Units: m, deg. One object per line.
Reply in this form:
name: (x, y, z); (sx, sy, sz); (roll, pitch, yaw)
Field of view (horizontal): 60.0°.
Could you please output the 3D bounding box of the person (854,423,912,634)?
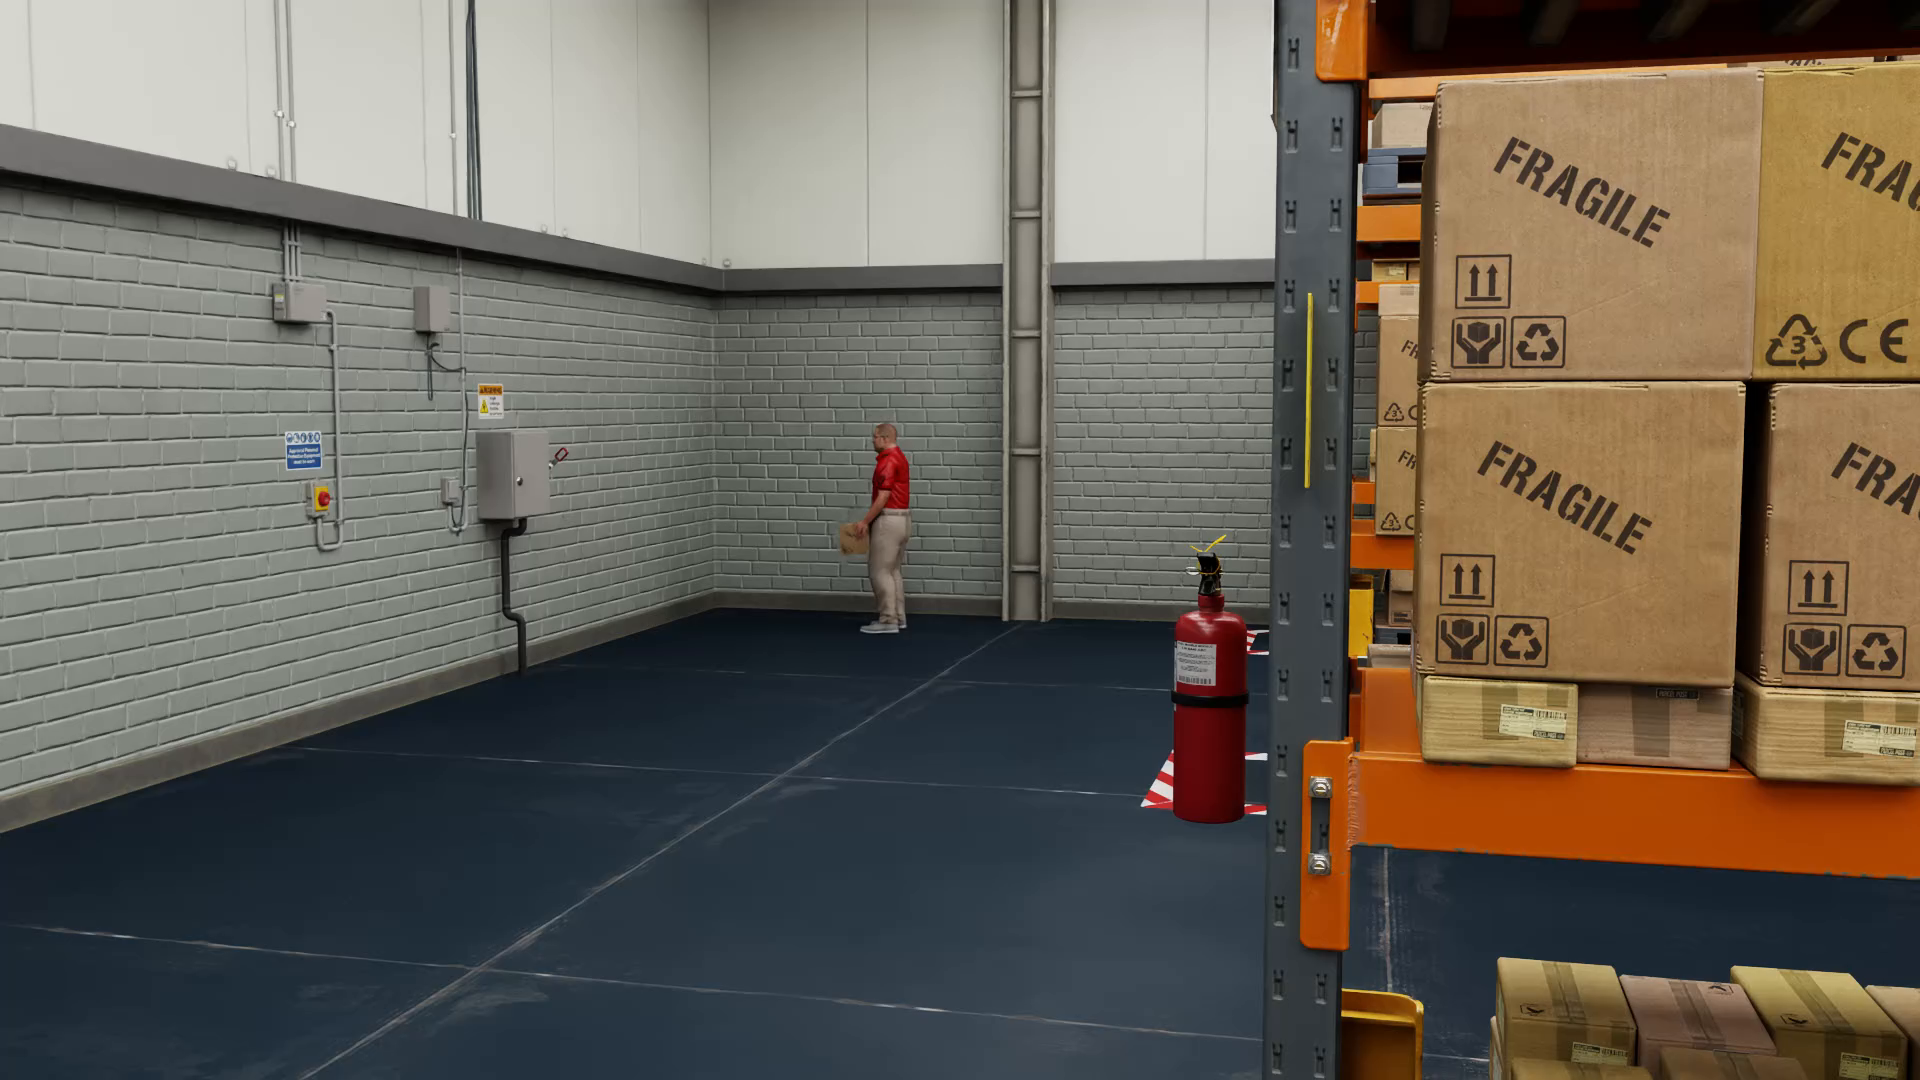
person: (-0.631, -0.101, 13.766); (0.431, 1.733, 0.539); (1, 5, 13)
